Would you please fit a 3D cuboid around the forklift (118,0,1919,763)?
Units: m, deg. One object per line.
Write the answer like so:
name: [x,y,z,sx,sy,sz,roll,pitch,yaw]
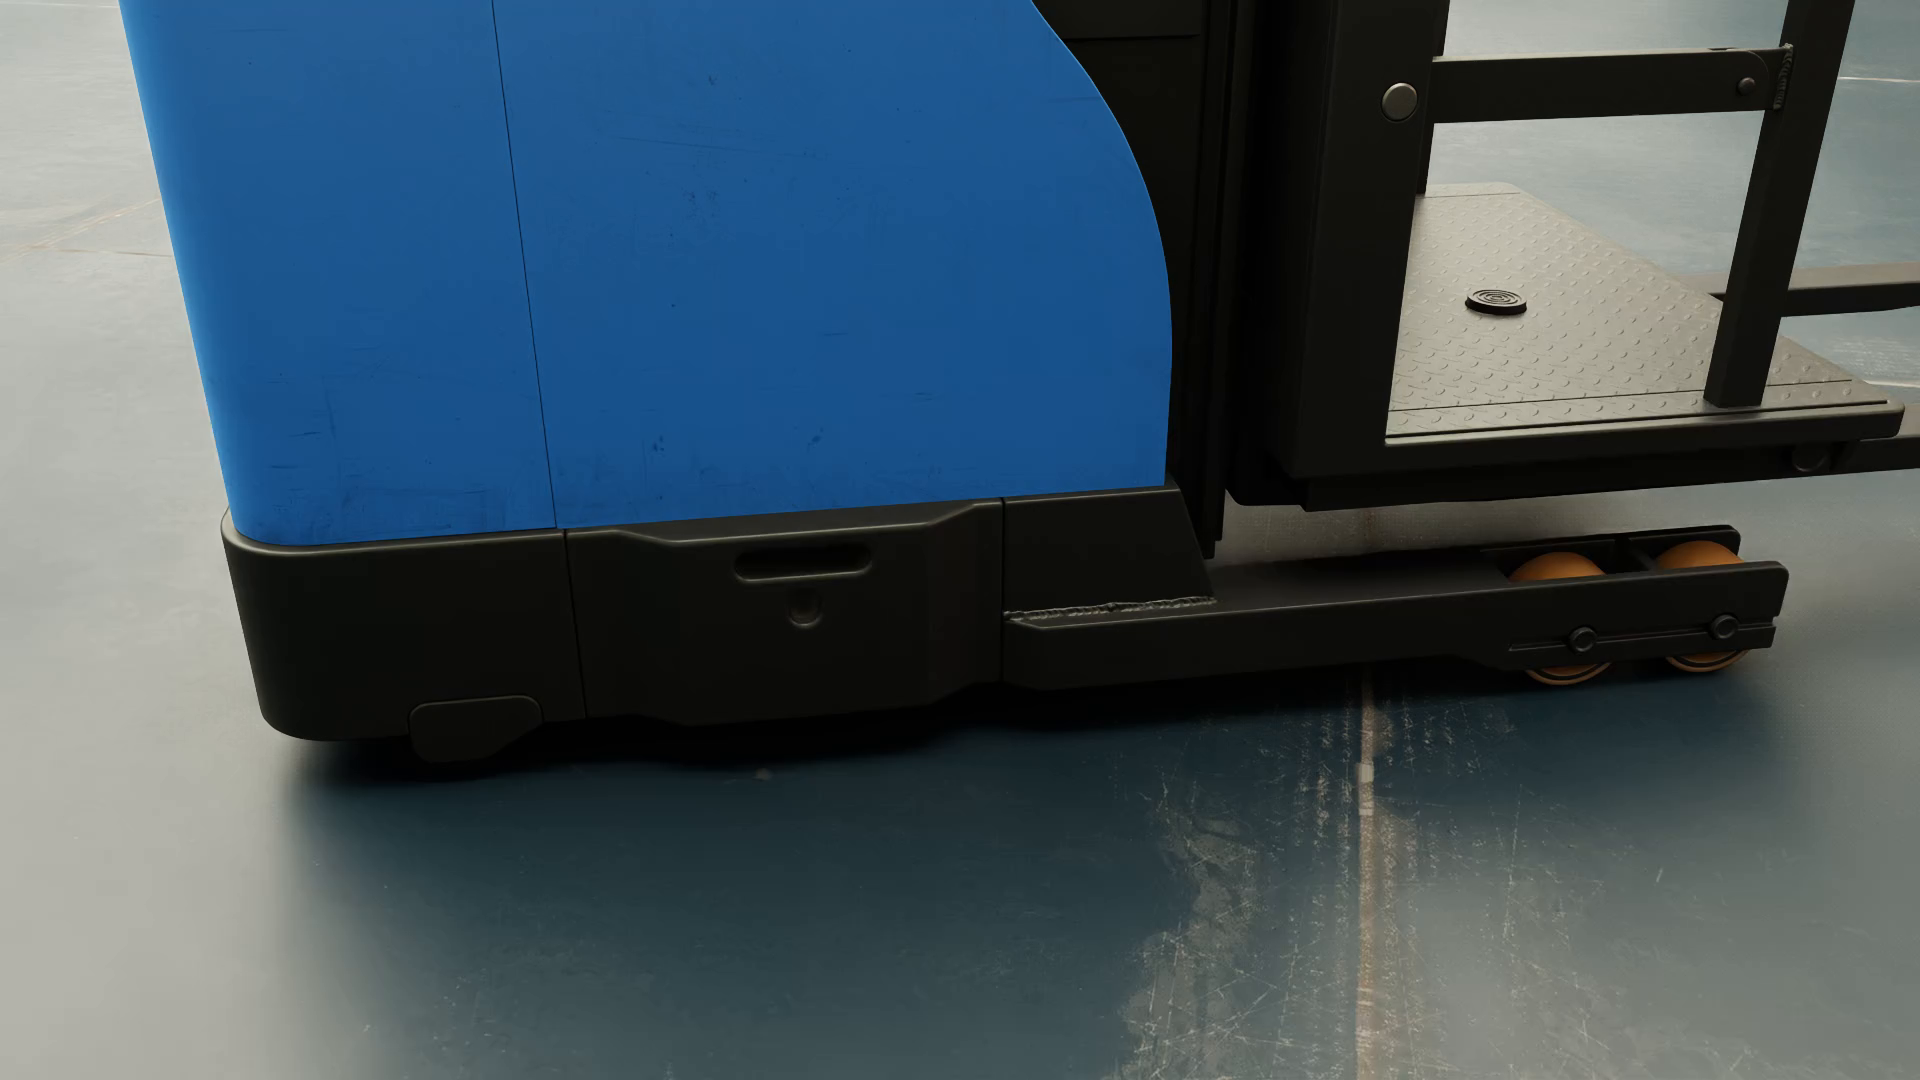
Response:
forklift: [0.600,-1.354,1.930,3.031,2.935,1.130,-4,27,-9]
